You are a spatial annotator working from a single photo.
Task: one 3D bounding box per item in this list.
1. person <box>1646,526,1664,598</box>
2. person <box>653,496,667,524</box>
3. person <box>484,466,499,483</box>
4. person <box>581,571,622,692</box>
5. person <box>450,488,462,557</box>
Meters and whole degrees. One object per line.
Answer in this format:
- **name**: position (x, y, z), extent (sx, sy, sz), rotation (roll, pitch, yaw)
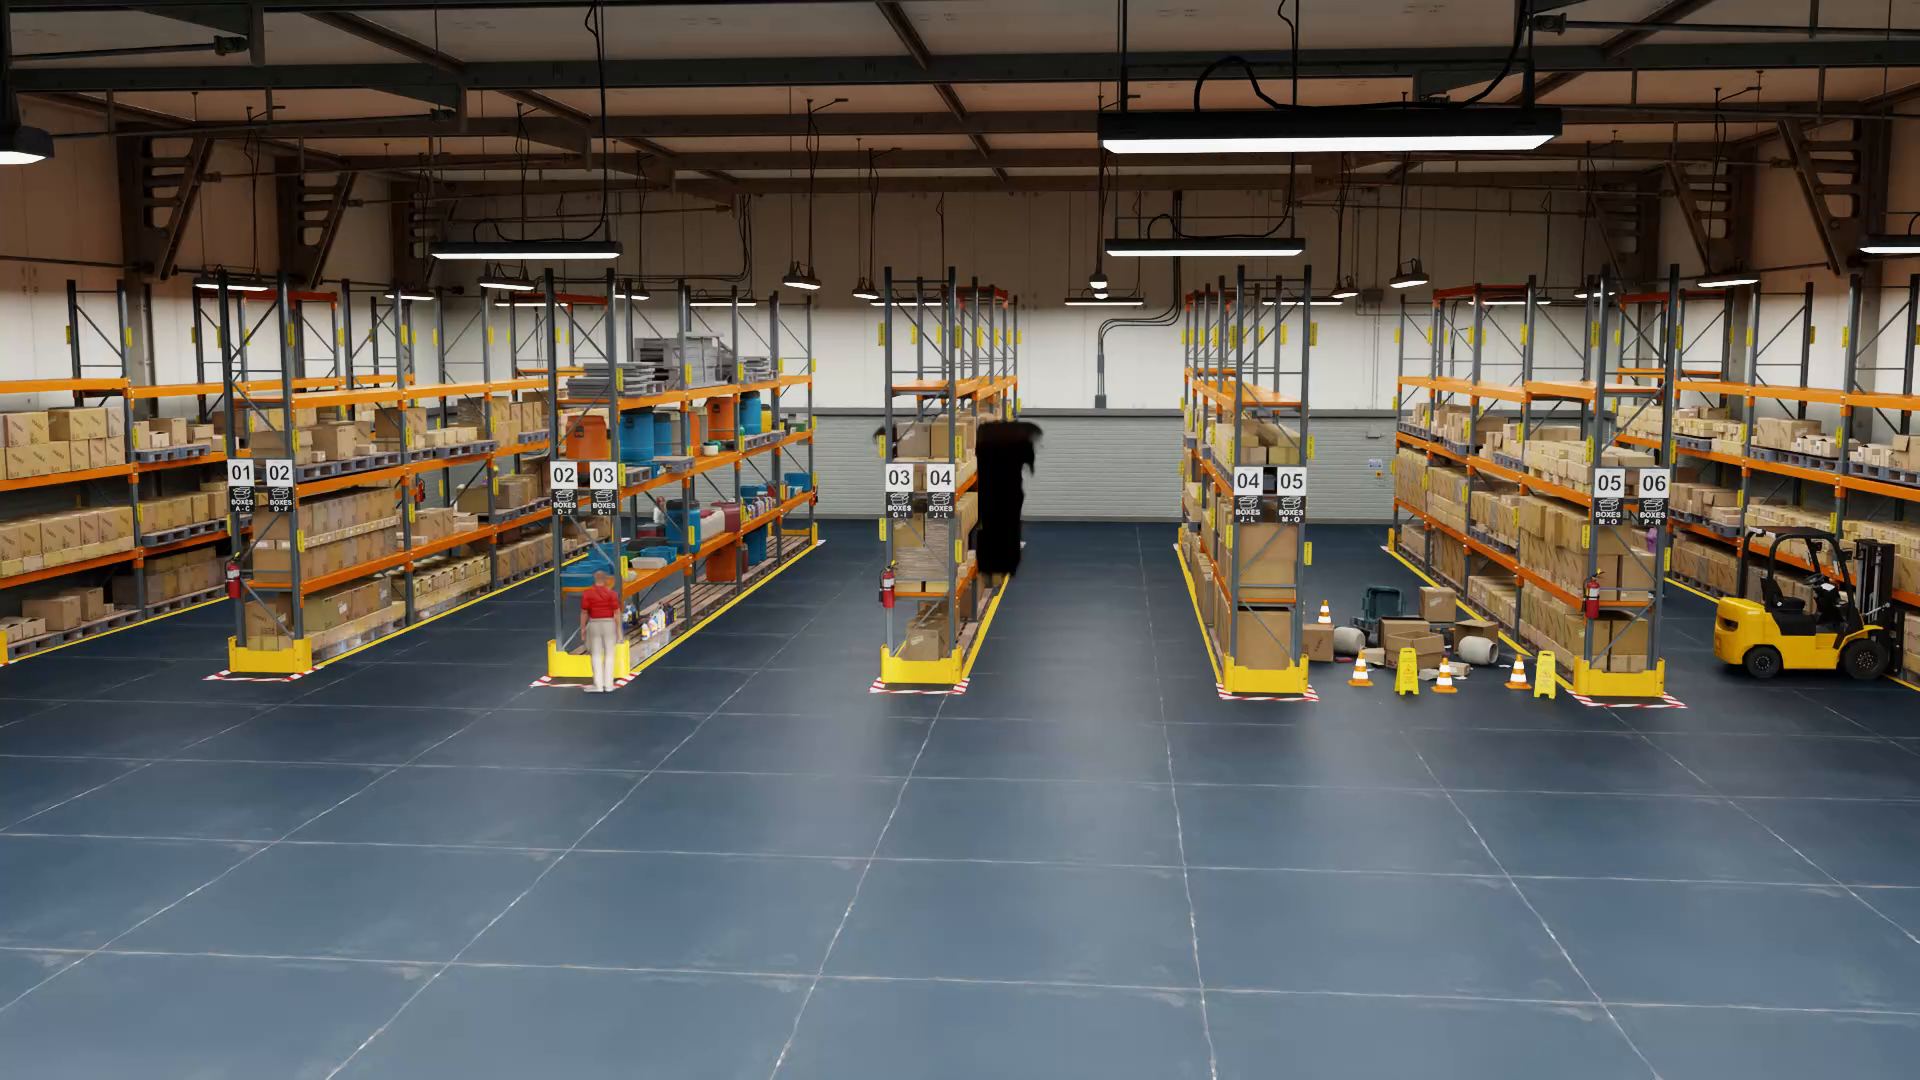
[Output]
- **person**: position (13.426, 0.321, 32.105), extent (0.378, 1.602, 0.447), rotation (3, 8, 24)
- **person**: position (-6.429, -0.169, 36.077), extent (0.509, 1.602, 0.441), rotation (2, 7, 16)
- **person**: position (-11.957, -1.029, 42.456), extent (0.677, 1.737, 0.611), rotation (1, 7, 6)
- **person**: position (-5.081, 1.281, 23.569), extent (0.604, 1.720, 0.396), rotation (0, 7, -1)
- **person**: position (-11.073, -0.321, 36.818), extent (0.493, 1.739, 1.012), rotation (1, 7, 9)
